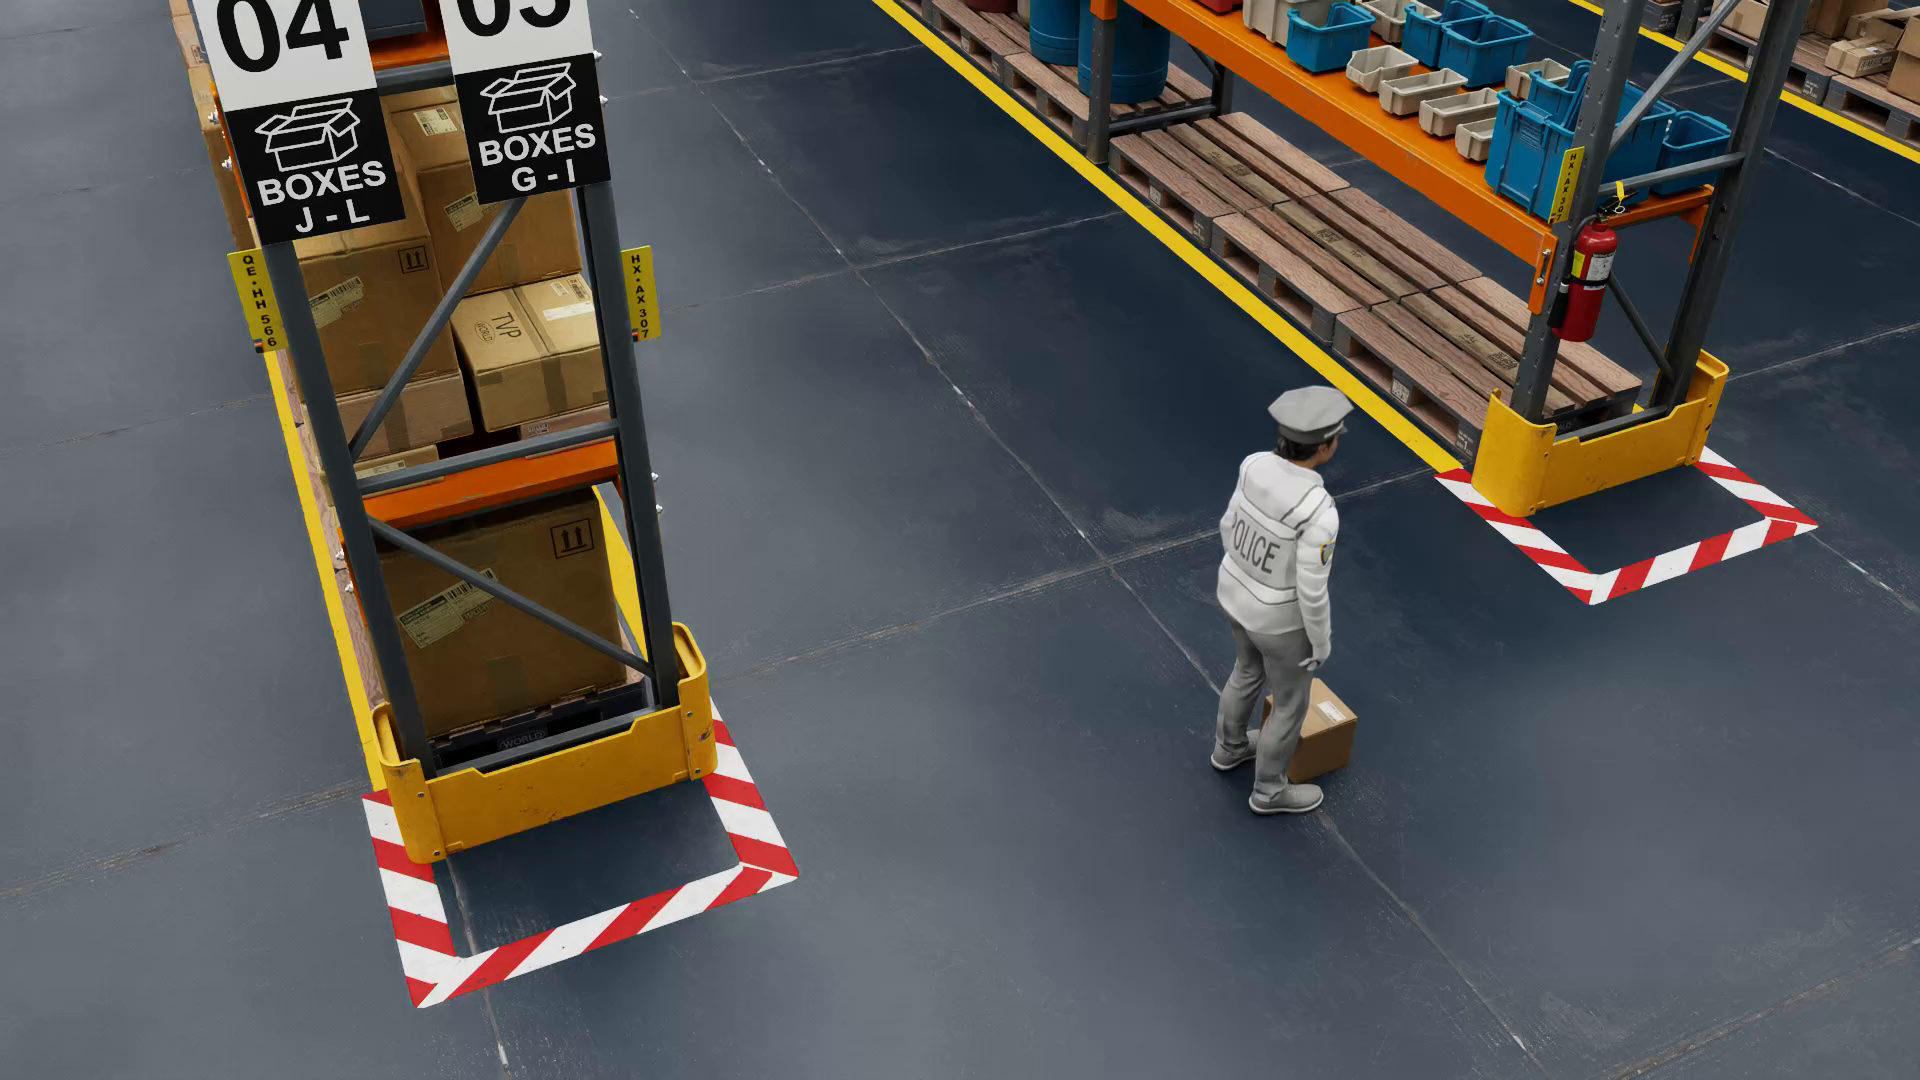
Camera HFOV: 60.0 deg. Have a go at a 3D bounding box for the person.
[{"bbox_3d":[1.108,0.235,5.842,0.374,1.662,0.535,-18,41,-22],"label":"person"}]
